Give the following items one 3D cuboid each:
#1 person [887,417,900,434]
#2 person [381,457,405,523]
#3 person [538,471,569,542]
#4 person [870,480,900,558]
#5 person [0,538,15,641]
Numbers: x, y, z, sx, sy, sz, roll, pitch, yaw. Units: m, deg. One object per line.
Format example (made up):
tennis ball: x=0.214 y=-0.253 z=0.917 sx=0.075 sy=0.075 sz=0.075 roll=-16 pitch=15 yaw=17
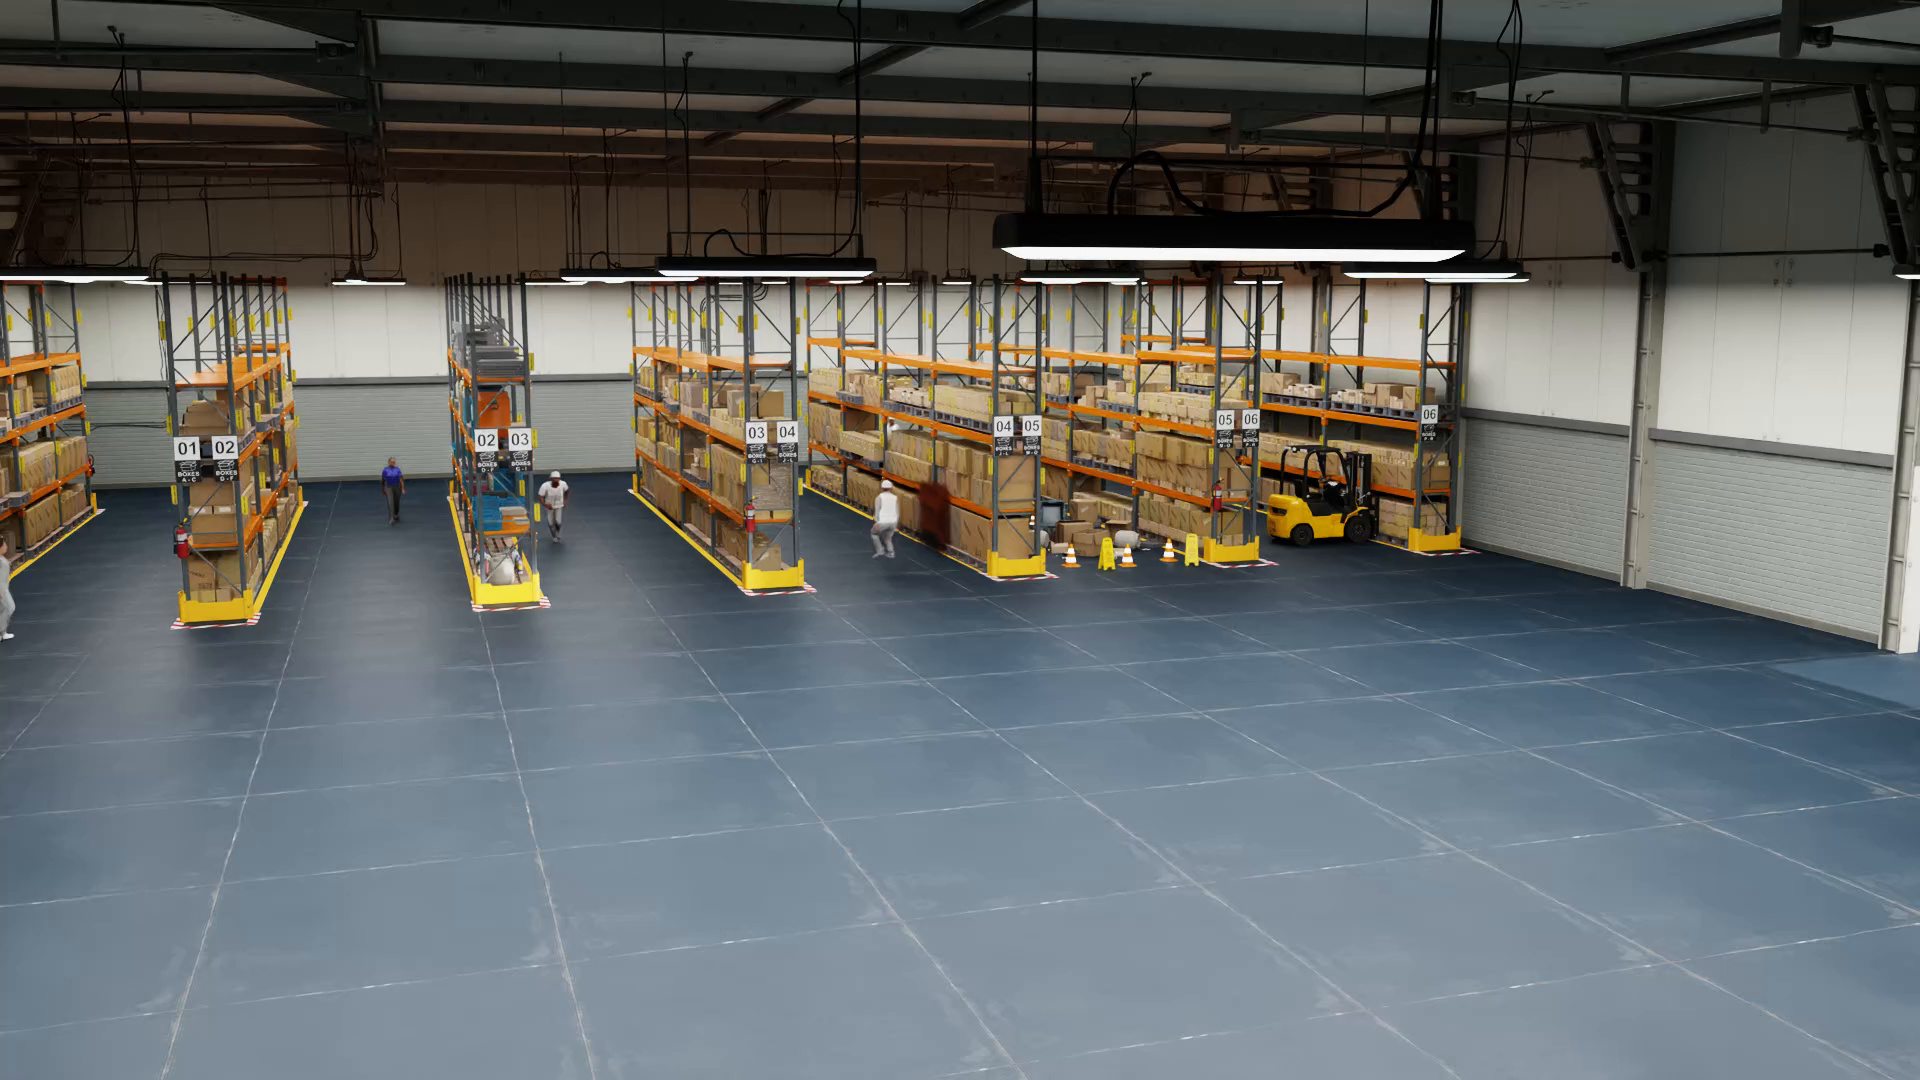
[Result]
person: x=-2.128 y=-3.066 z=52.503 sx=0.527 sy=1.753 sz=0.966 roll=8 pitch=11 yaw=41
person: x=-13.956 y=-1.252 z=40.941 sx=0.533 sy=1.595 sz=1.021 roll=-3 pitch=9 yaw=-21
person: x=-9.174 y=-0.751 z=37.567 sx=0.660 sy=1.655 sz=0.717 roll=-1 pitch=9 yaw=-10
person: x=-1.512 y=-0.404 z=33.940 sx=0.585 sy=1.612 sz=0.709 roll=-4 pitch=9 yaw=-24
person: x=-15.662 y=0.799 z=27.165 sx=0.422 sy=1.672 sz=0.475 roll=-3 pitch=9 yaw=-17
